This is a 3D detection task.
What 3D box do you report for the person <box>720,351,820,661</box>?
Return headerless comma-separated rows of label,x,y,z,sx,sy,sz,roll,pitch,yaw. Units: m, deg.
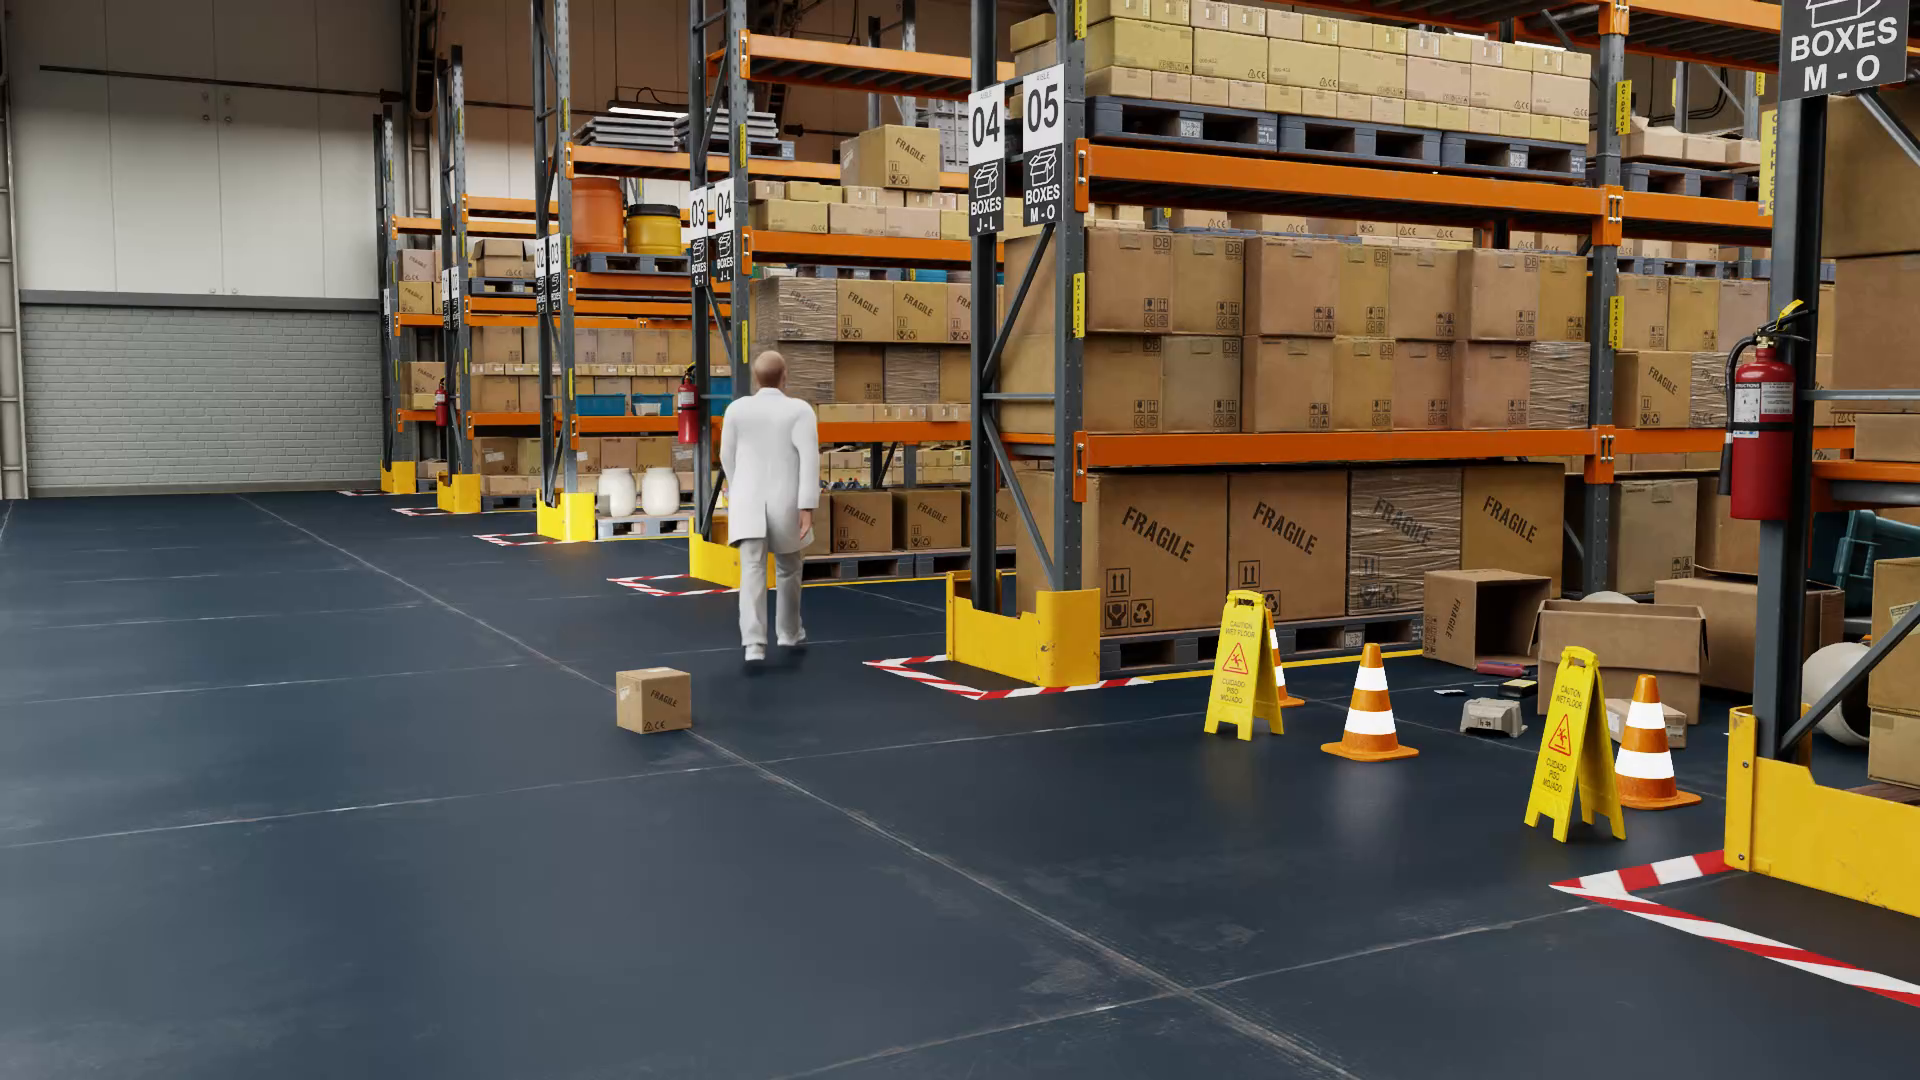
person,-1.076,-0.212,9.496,0.577,1.722,1.087,0,5,-3
